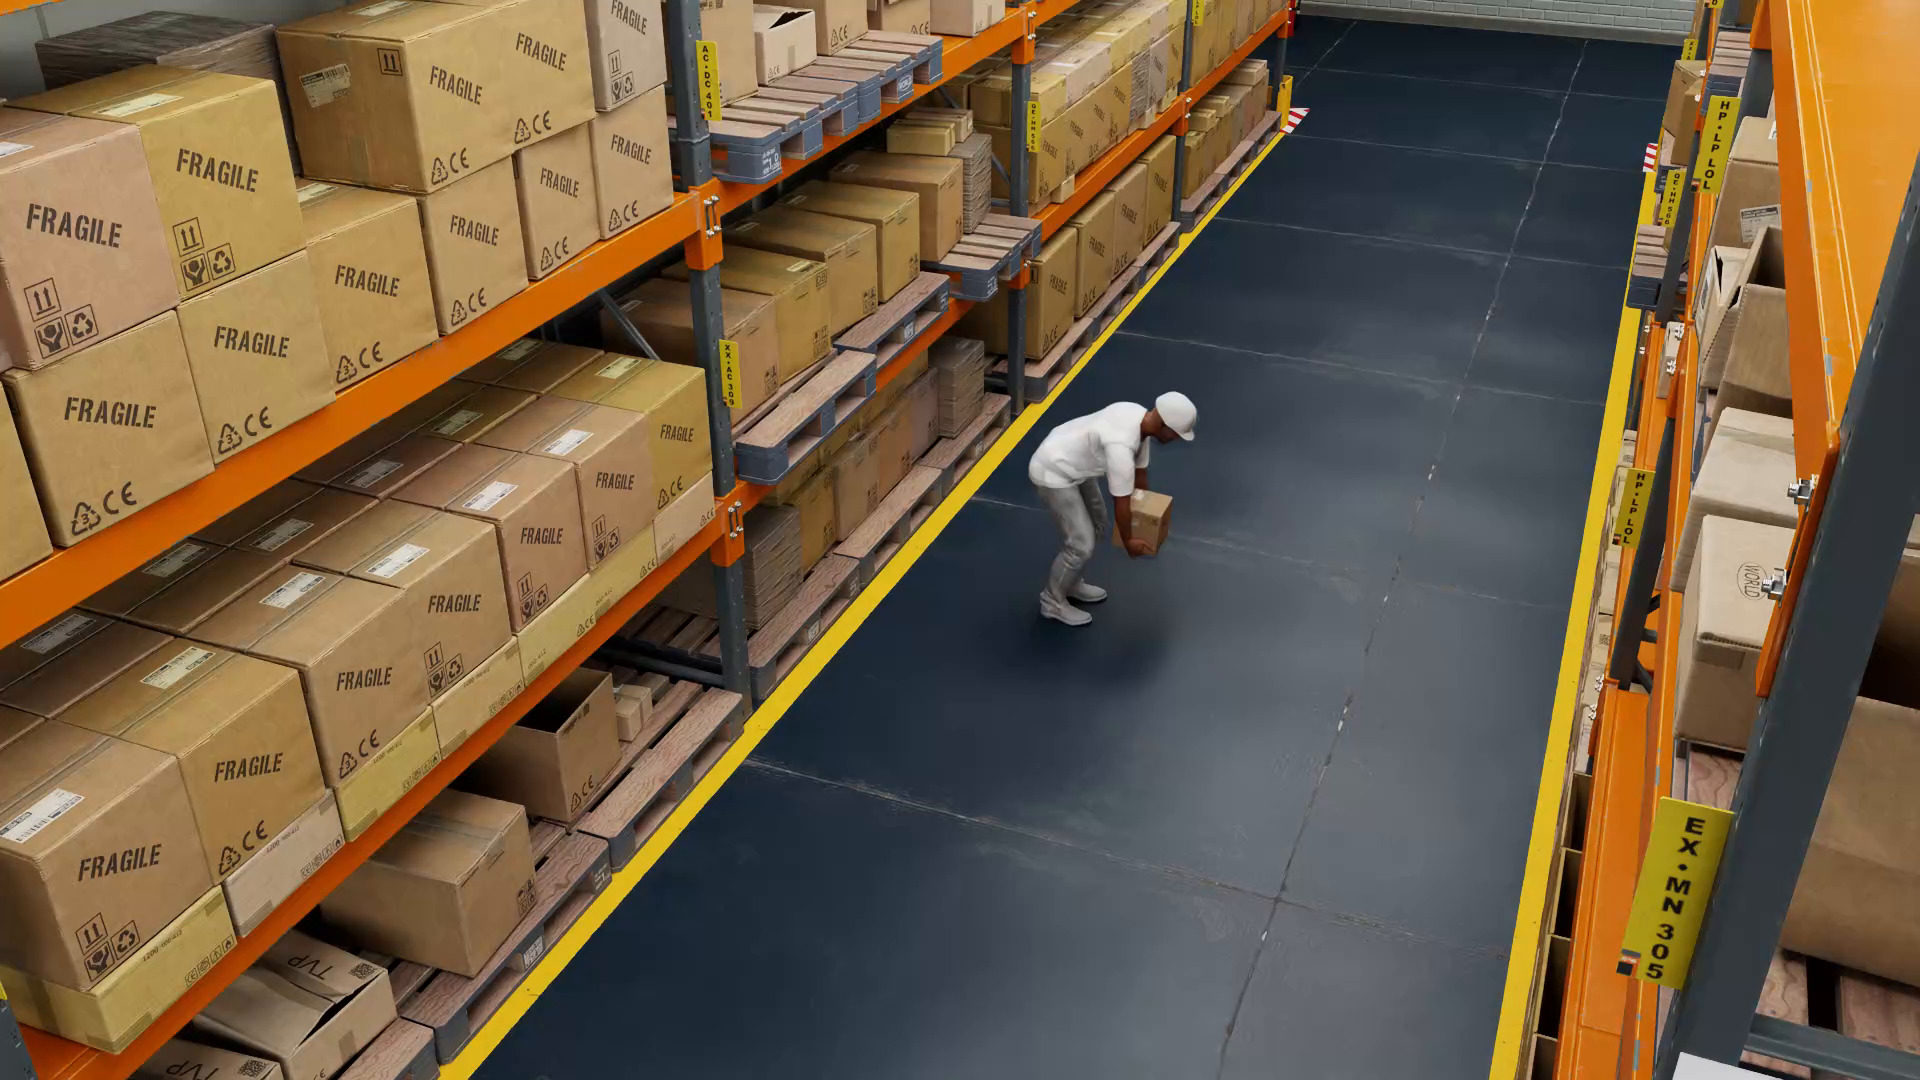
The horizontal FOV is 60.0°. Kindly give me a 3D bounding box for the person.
[{"bbox_3d":[0.820,-0.206,9.096,0.881,1.413,0.489,10,31,18],"label":"person"}]
